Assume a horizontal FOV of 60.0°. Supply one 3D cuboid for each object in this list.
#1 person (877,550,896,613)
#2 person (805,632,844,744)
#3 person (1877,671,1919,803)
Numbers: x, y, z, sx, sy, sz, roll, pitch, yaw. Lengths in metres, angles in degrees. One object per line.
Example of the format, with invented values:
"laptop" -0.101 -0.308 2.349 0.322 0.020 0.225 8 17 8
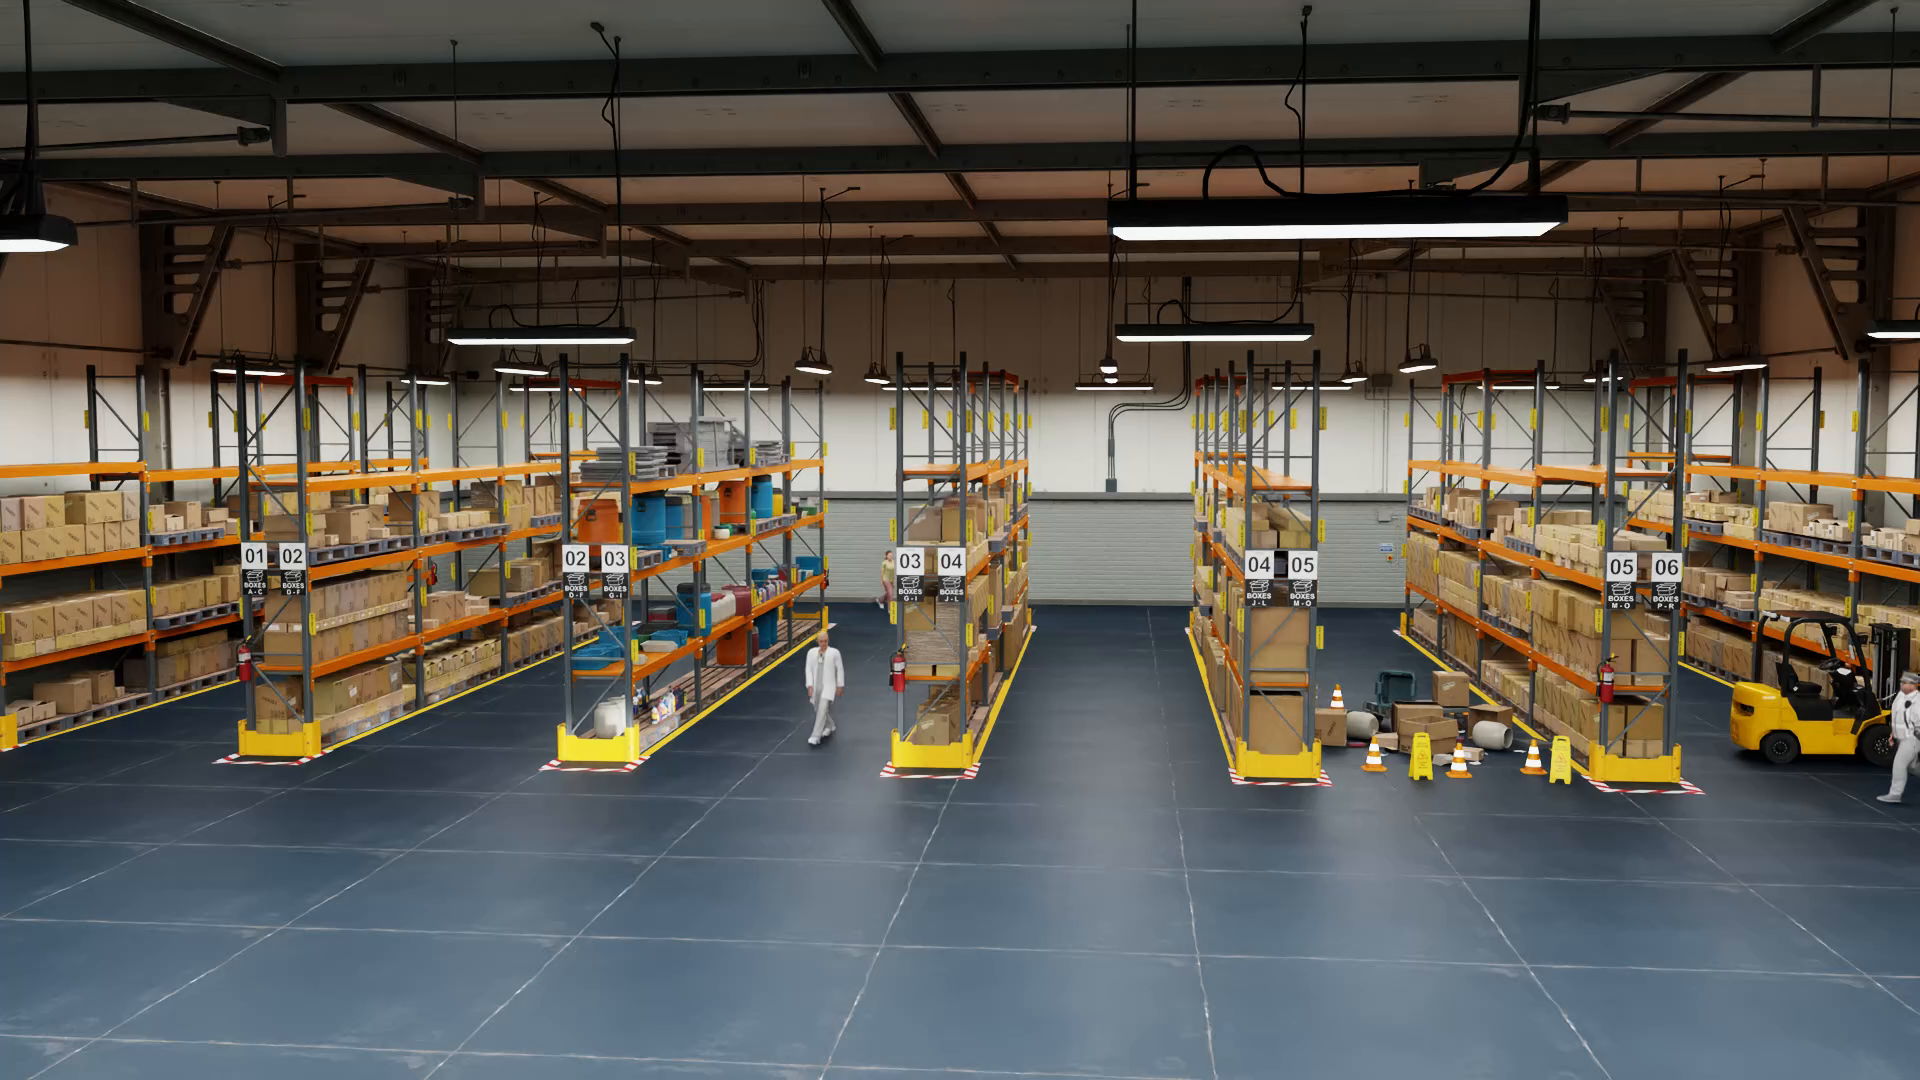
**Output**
"person" -1.904 1.080 43.566 0.852 1.639 0.451 4 6 43
"person" -2.154 2.292 26.013 0.568 1.705 1.164 1 4 18
"person" 12.523 2.573 21.857 0.986 1.729 0.556 0 4 -1
